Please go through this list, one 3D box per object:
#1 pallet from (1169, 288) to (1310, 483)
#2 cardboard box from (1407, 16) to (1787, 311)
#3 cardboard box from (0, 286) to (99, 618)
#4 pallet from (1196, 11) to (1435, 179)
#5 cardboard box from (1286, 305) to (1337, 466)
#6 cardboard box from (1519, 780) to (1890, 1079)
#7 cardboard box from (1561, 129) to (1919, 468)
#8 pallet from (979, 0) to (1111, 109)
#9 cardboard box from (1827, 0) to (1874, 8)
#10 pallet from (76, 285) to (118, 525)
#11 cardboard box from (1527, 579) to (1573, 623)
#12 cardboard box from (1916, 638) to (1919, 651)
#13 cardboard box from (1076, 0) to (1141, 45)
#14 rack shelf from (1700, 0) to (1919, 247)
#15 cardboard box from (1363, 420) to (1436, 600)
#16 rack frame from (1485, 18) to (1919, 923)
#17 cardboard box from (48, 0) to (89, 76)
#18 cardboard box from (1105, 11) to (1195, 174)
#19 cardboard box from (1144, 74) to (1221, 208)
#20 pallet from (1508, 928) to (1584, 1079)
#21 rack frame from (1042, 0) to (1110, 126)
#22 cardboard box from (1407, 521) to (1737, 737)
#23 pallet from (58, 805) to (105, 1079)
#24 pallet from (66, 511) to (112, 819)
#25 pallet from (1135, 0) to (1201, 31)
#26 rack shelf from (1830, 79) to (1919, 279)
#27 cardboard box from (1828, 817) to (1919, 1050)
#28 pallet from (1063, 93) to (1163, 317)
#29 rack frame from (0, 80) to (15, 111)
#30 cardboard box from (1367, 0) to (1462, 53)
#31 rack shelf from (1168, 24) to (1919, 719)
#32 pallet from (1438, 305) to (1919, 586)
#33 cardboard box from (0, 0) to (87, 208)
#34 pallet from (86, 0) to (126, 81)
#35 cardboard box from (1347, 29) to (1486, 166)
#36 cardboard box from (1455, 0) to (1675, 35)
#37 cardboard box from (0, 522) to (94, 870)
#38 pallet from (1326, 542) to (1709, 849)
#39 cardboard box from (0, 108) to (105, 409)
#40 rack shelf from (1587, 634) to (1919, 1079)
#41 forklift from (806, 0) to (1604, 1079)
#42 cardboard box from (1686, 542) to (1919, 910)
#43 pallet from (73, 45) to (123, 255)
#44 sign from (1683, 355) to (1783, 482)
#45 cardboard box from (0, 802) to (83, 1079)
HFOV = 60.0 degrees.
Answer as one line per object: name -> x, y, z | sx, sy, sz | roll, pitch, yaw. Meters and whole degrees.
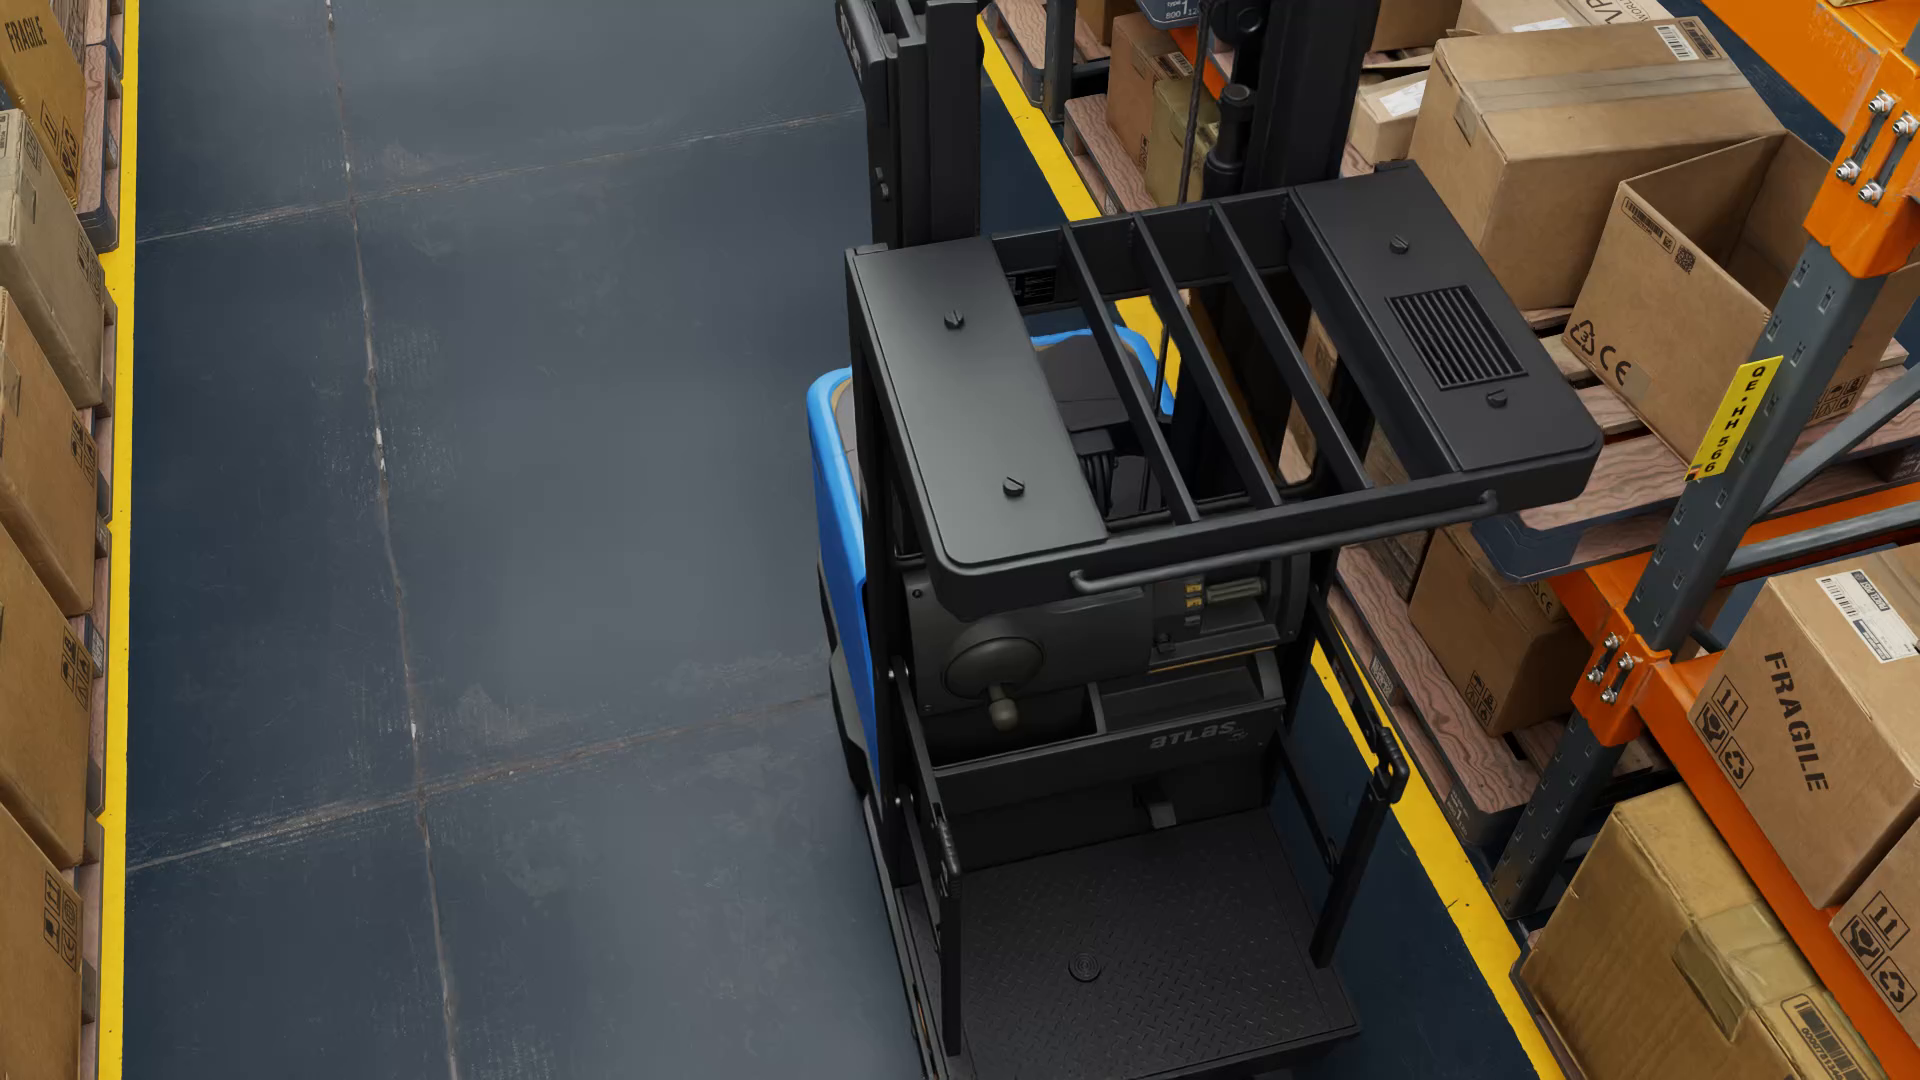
pallet -> 1.454, -0.579, 6.100 | 1.003, 0.211, 1.213 | -13, 51, -11
cardboard box -> 1.582, -0.955, 4.253 | 0.700, 0.500, 0.500 | -7, 50, -6
cardboard box -> -3.359, -0.163, 5.122 | 1.050, 0.750, 0.750 | -13, 51, -11
pallet -> 1.416, -1.392, 5.087 | 1.003, 0.211, 1.213 | -13, 51, -11
cardboard box -> 1.473, -0.653, 5.686 | 0.700, 0.500, 0.500 | -9, 51, -8
cardboard box -> 2.225, 1.041, 4.026 | 1.225, 0.875, 0.875 | -15, 52, -13
cardboard box -> 1.843, -0.570, 3.929 | 0.500, 0.500, 0.500 | -19, 52, -15
pallet -> 0.626, -2.522, 7.738 | 1.003, 0.211, 1.213 | -13, 51, -11
cardboard box -> 1.666, -1.228, 2.959 | 0.500, 0.250, 0.500 | -13, 51, -11
pallet -> -3.610, -0.446, 5.988 | 1.003, 0.211, 1.213 | -13, 51, -11
cardboard box -> 1.814, -0.078, 4.710 | 0.500, 0.250, 0.500 | -11, 51, -9
cardboard box -> 2.242, 0.165, 2.928 | 0.797, 0.503, 0.637 | -12, 51, -10
cardboard box -> 0.778, -2.570, 7.315 | 0.500, 0.500, 0.500 | -15, 51, -12
rack shelf -> 1.449, -2.213, 4.162 | 1.077, 0.370, 4.000 | -13, 51, -11
cardboard box -> 1.647, -0.240, 5.338 | 0.700, 0.500, 0.500 | -17, 52, -14
rack frame -> 2.041, -0.017, 3.803 | 1.000, 3.000, 0.127 | -13, 51, -11
cardboard box -> -4.299, -2.474, 6.989 | 0.875, 0.875, 0.875 | -13, 51, -11
cardboard box -> 1.019, -1.822, 6.671 | 0.700, 0.500, 0.500 | -17, 52, -14
cardboard box -> 1.142, -1.469, 6.374 | 0.700, 0.500, 0.500 | -14, 51, -11
pallet -> 2.202, 1.474, 4.369 | 1.003, 0.211, 1.213 | -13, 51, -11
rack frame -> 0.858, -2.939, 6.266 | 1.000, 3.000, 0.127 | -13, 51, -11
cardboard box -> 1.824, 0.162, 4.999 | 0.700, 0.500, 0.500 | -16, 52, -13
pallet -> -2.888, 1.336, 4.485 | 1.003, 0.211, 1.213 | -13, 51, -11
pallet -> -3.245, 0.447, 5.235 | 1.003, 0.211, 1.213 | -13, 51, -11
pallet -> 0.945, -2.286, 5.841 | 1.003, 0.211, 1.213 | -13, 51, -11
rack shelf -> 2.632, 0.709, 1.699 | 1.077, 0.370, 4.000 | -13, 51, -11
cardboard box -> 2.079, 0.743, 3.096 | 0.500, 0.500, 0.500 | -15, 51, -12
pallet -> 1.090, -1.472, 6.853 | 1.003, 0.211, 1.213 | -13, 51, -11
rack frame -> -3.910, -1.891, 5.382 | 1.000, 3.000, 0.127 | -13, 51, -11
cardboard box -> 1.459, -1.862, 5.016 | 0.797, 0.503, 0.637 | -9, 50, -7
rack shelf -> 1.449, -1.246, 5.309 | 1.077, 0.370, 4.000 | -13, 51, -11
pallet -> 1.728, -0.452, 4.294 | 1.213, 0.211, 1.003 | -13, 51, -11
cardboard box -> -4.029, -1.817, 6.435 | 0.875, 0.875, 0.875 | -13, 51, -10
pallet -> -4.425, -2.458, 7.684 | 1.003, 0.211, 1.213 | -13, 51, -11
cardboard box -> 1.290, -1.266, 4.669 | 0.396, 0.266, 0.258 | -15, 51, -12
cardboard box -> 1.765, -1.380, 4.775 | 0.500, 0.250, 0.500 | -15, 51, -12
cardboard box -> -3.083, 0.517, 4.549 | 1.050, 0.750, 0.750 | -13, 51, -10
pallet -> 1.811, 0.310, 5.350 | 1.003, 0.211, 1.213 | -13, 51, -11
cardboard box -> -3.641, -0.868, 5.717 | 1.050, 0.750, 0.750 | -14, 51, -11
rack shelf -> 2.632, 1.675, 2.846 | 1.077, 0.370, 4.000 | -13, 51, -11
forklift -> 0.394, 0.278, 3.599 | 1.130, 2.935, 3.031 | -11, 51, -9
cardboard box -> 1.925, 0.367, 3.413 | 0.500, 0.500, 0.500 | -12, 51, -10
pallet -> -4.060, -1.565, 6.932 | 1.003, 0.211, 1.213 | -13, 51, -11
sign -> 1.525, -0.235, 3.281 | 0.100, 0.325, 0.005 | -13, 51, -11
cardboard box -> -2.821, 1.155, 4.011 | 1.050, 0.750, 0.750 | -14, 51, -11
